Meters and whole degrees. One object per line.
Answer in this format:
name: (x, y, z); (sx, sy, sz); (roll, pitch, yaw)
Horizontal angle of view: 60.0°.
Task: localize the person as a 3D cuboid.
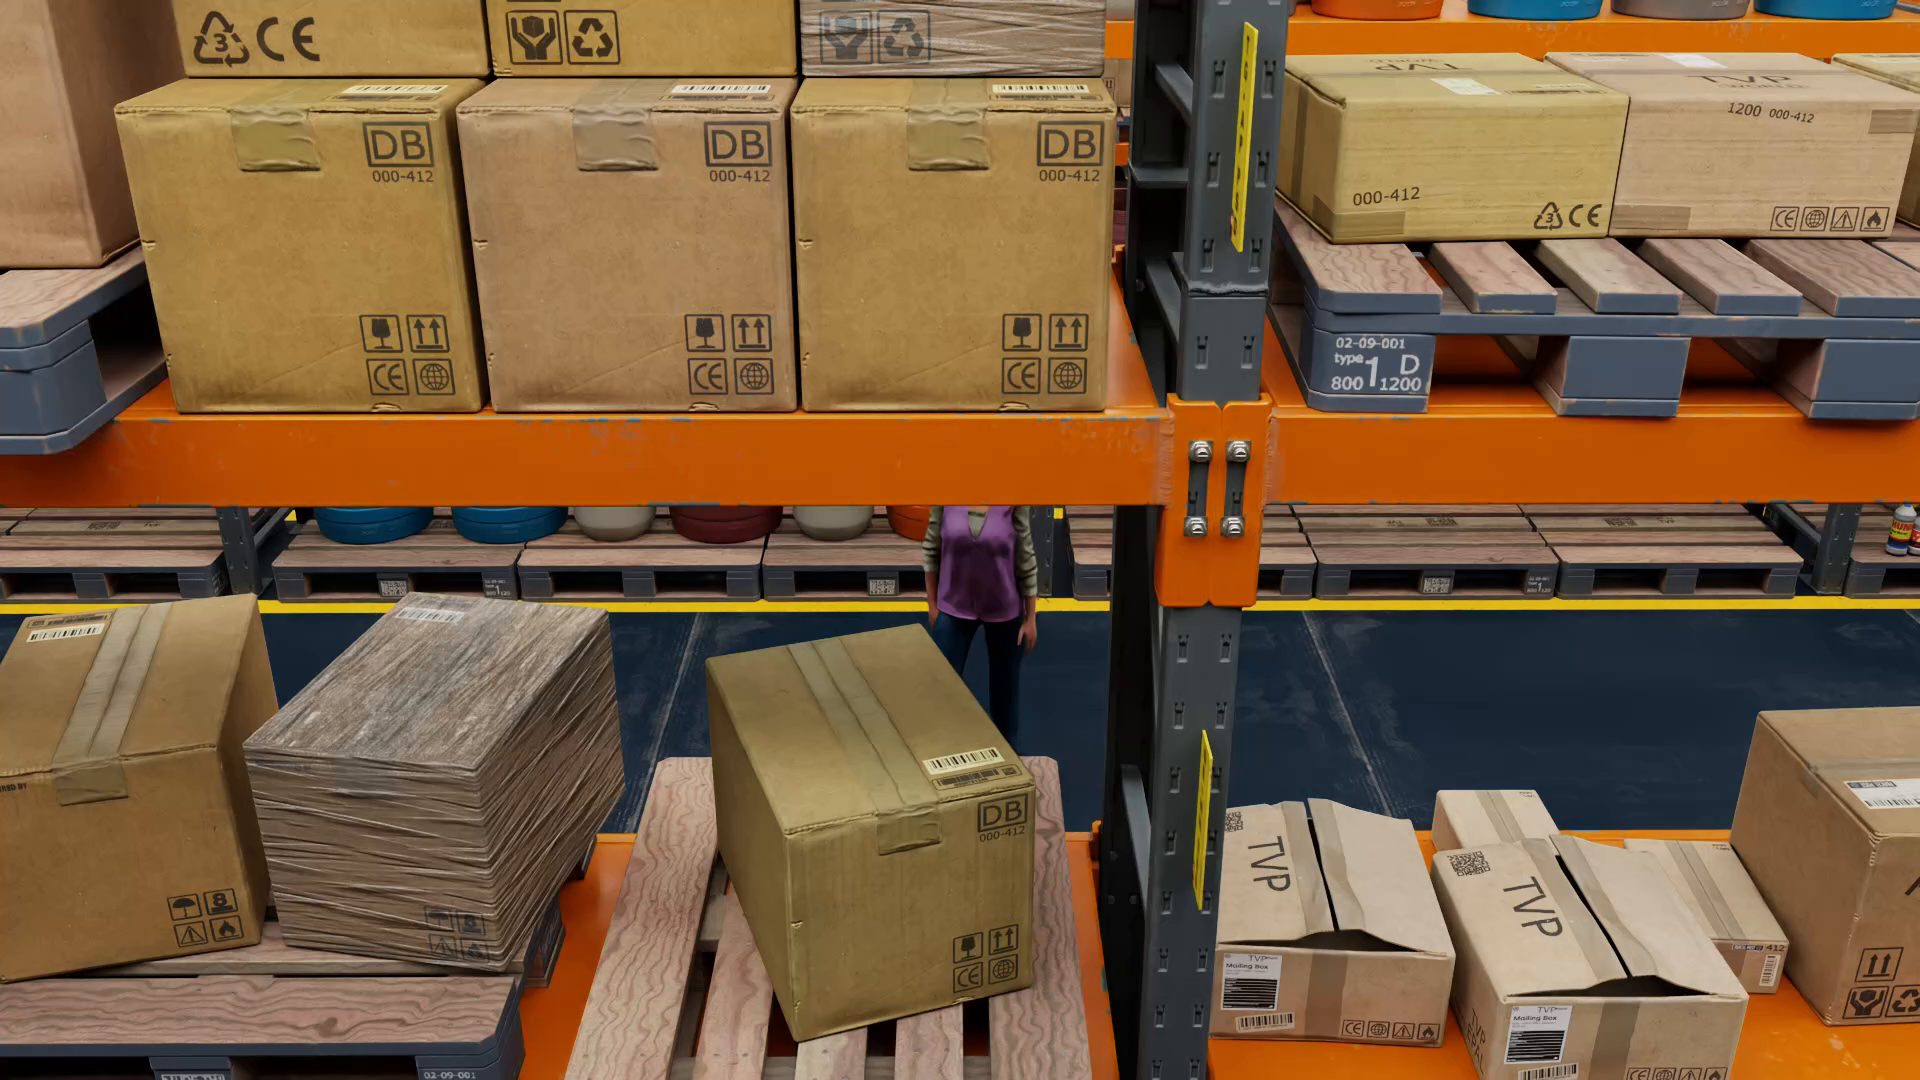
person: (0.077, 0.284, 6.459); (0.450, 1.580, 0.441); (1, 25, 3)
